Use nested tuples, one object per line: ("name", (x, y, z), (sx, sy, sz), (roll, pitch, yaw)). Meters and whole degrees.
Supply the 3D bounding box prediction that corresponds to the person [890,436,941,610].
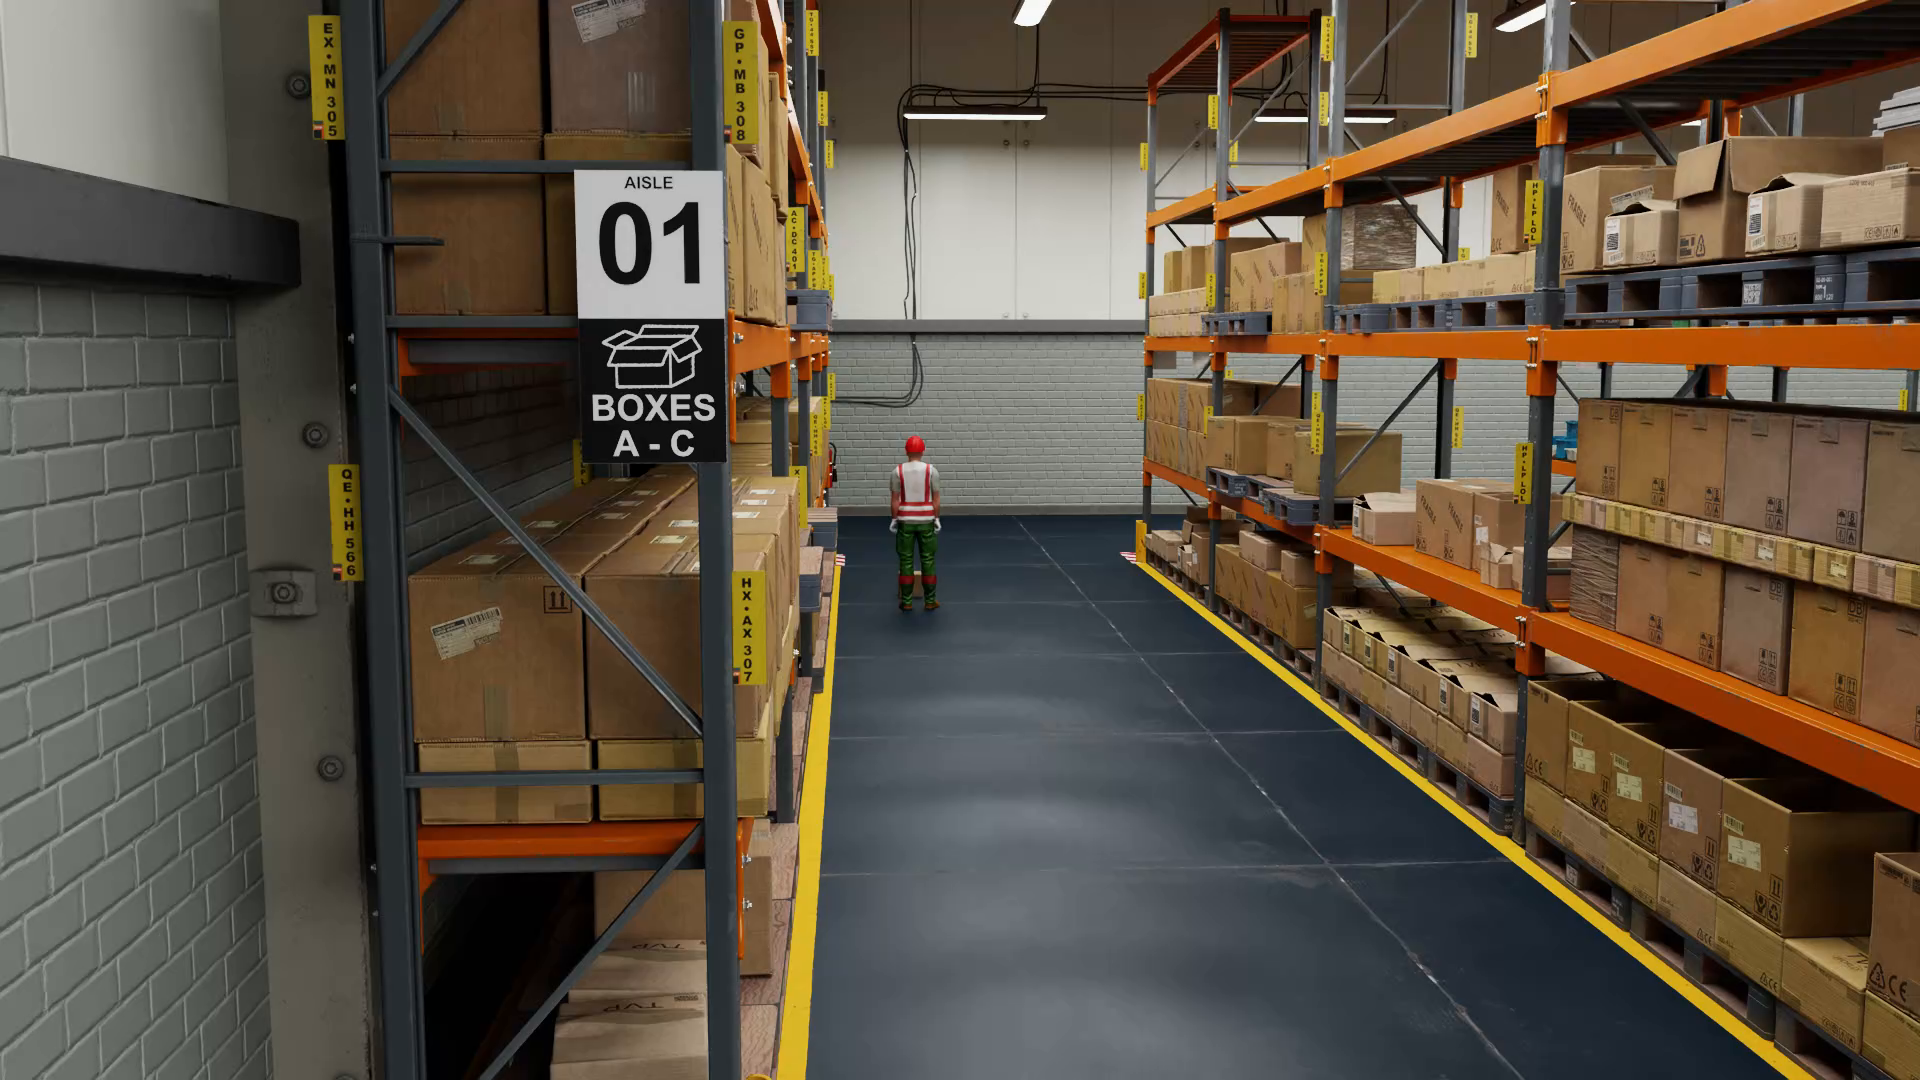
("person", (-0.462, -0.181, 17.140), (0.526, 1.796, 0.364), (0, 7, -3))
